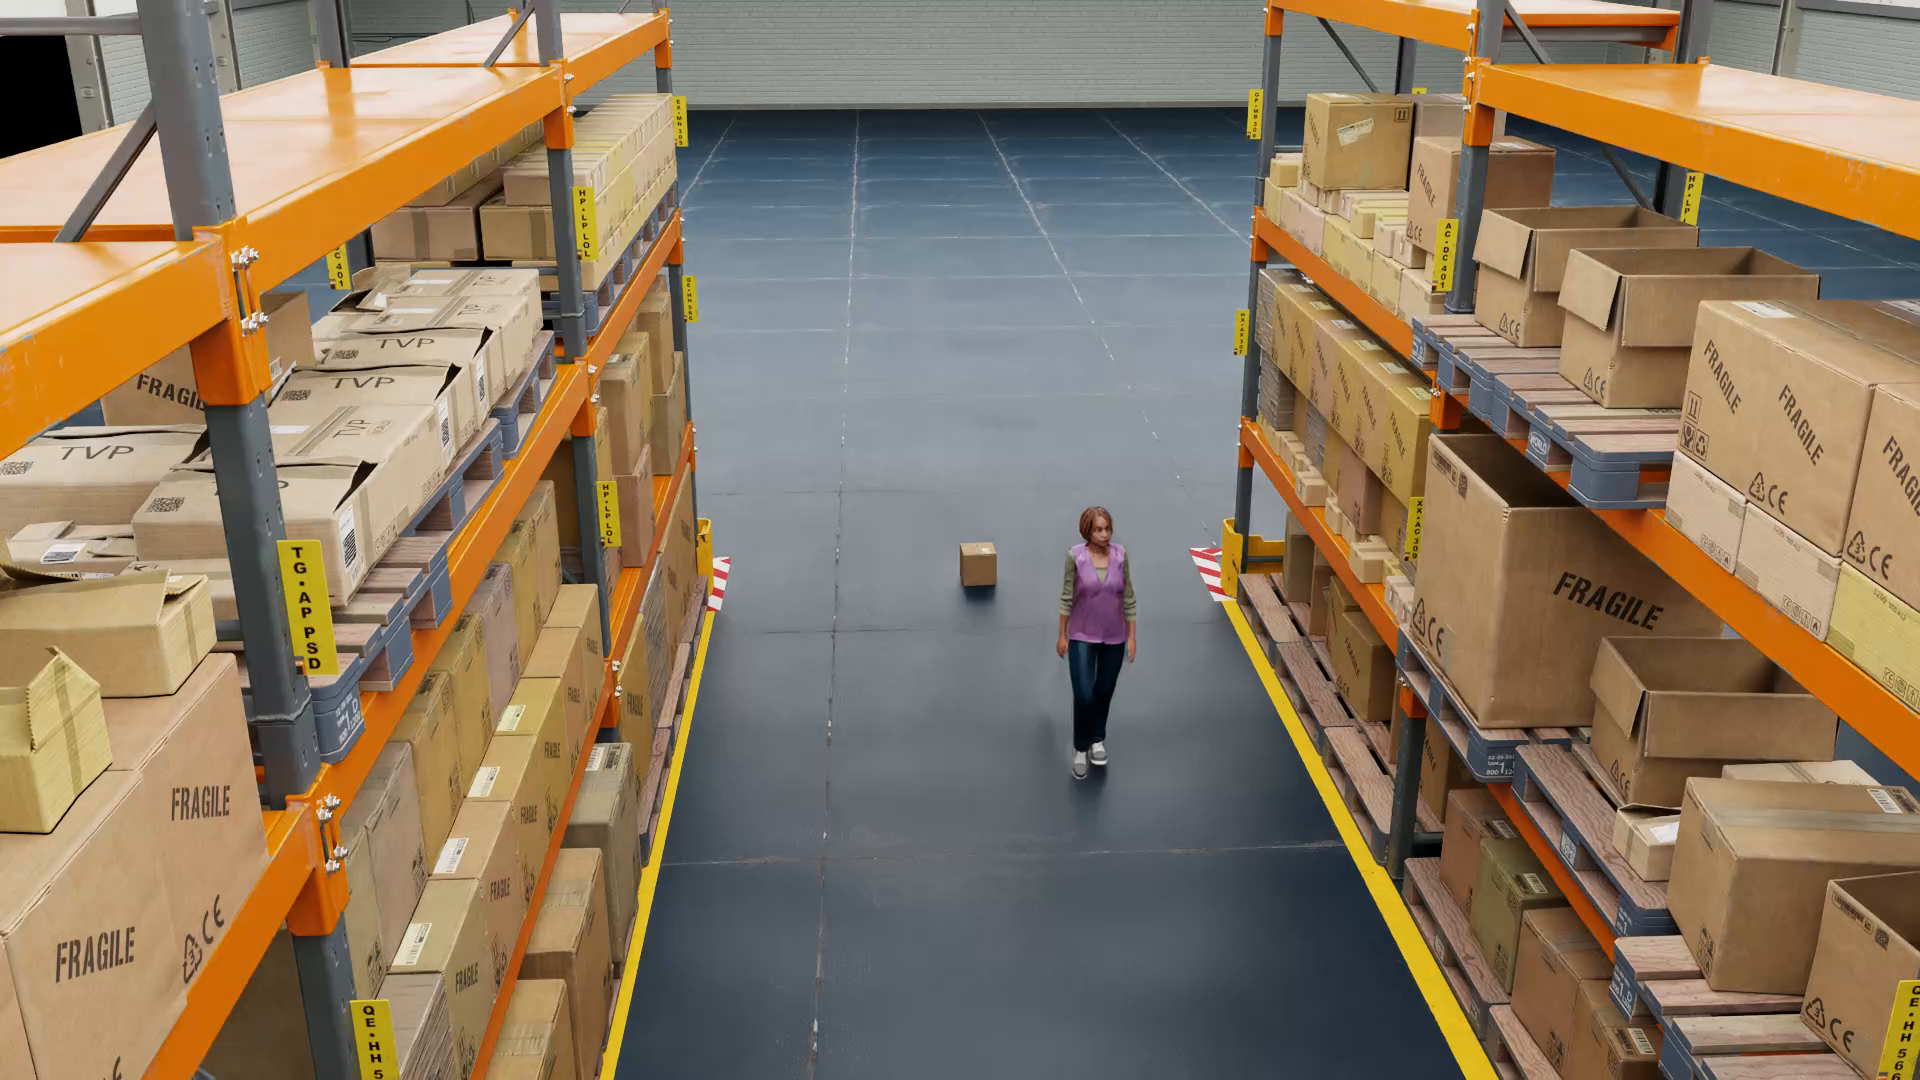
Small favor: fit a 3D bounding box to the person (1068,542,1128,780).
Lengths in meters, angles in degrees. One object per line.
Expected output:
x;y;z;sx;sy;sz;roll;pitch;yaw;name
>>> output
0.785;0.683;9.585;0.350;1.390;0.345;-4;21;-10;person
